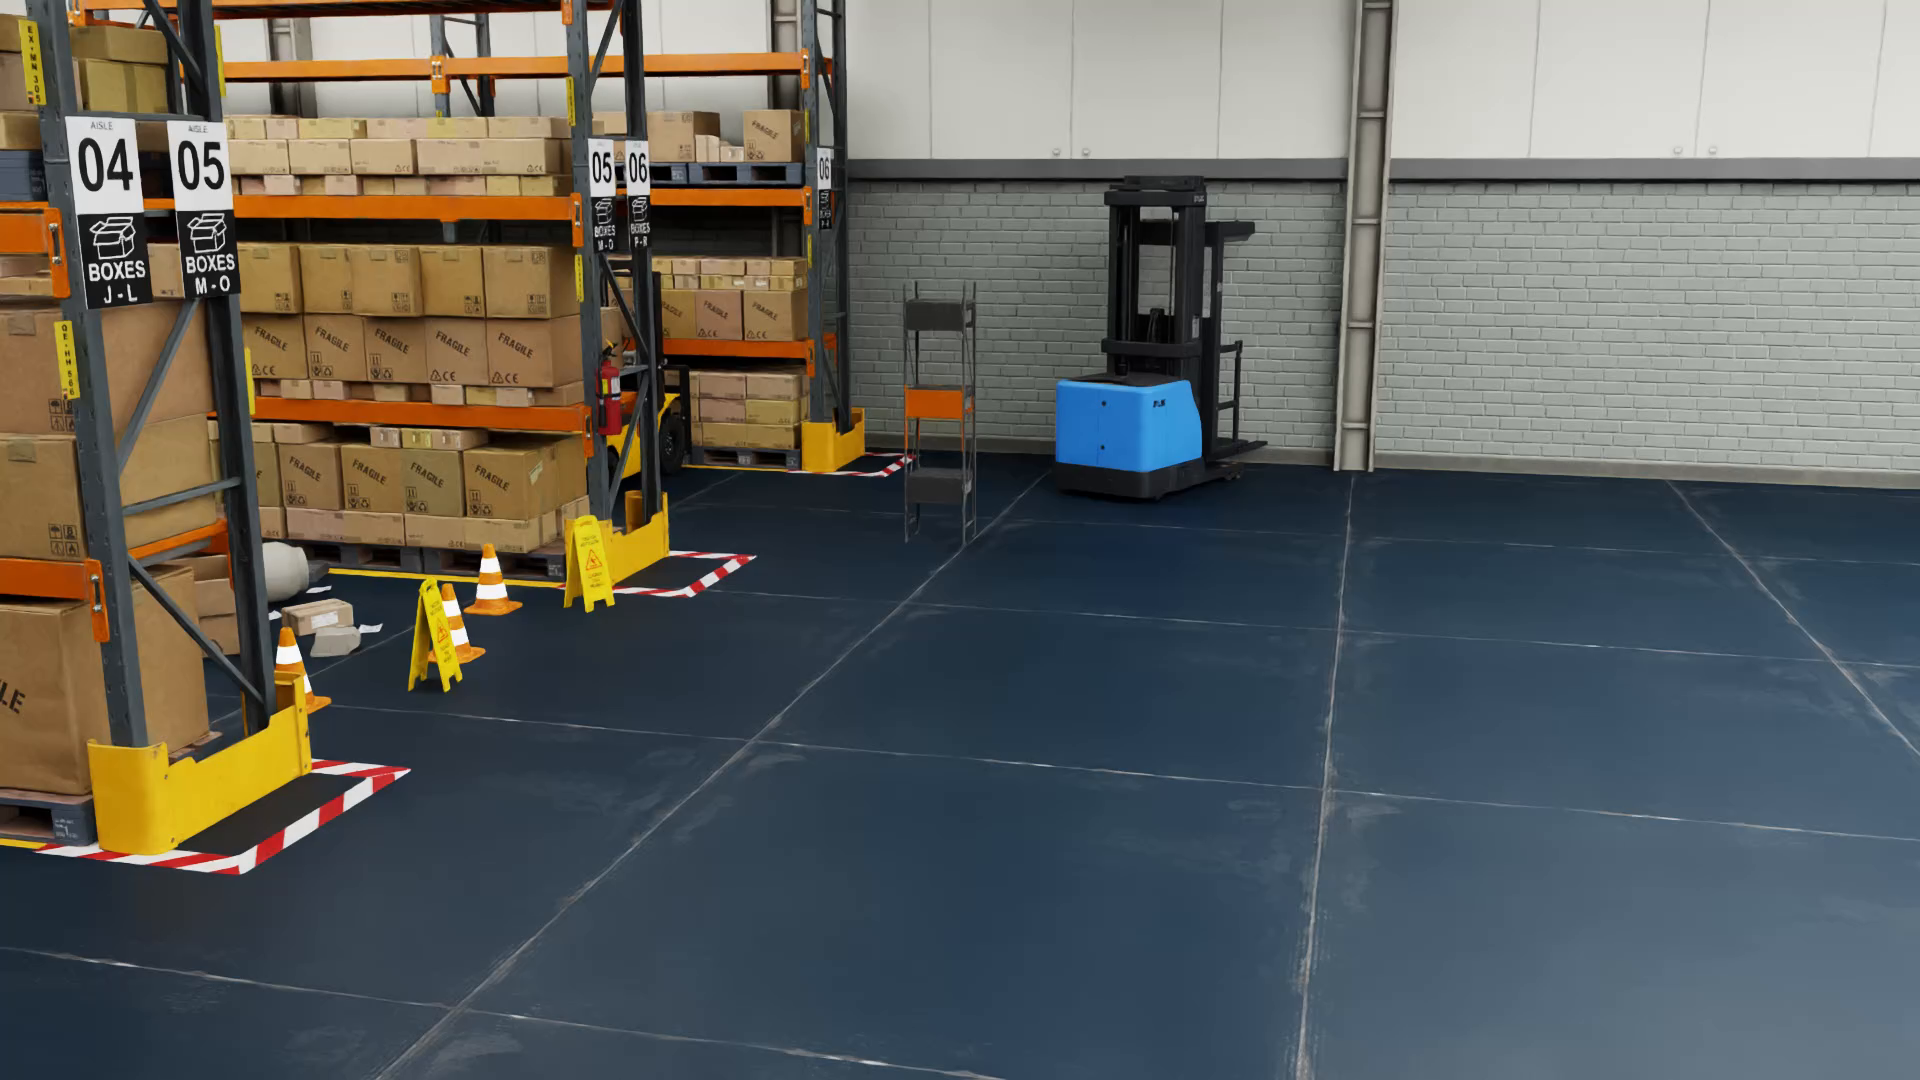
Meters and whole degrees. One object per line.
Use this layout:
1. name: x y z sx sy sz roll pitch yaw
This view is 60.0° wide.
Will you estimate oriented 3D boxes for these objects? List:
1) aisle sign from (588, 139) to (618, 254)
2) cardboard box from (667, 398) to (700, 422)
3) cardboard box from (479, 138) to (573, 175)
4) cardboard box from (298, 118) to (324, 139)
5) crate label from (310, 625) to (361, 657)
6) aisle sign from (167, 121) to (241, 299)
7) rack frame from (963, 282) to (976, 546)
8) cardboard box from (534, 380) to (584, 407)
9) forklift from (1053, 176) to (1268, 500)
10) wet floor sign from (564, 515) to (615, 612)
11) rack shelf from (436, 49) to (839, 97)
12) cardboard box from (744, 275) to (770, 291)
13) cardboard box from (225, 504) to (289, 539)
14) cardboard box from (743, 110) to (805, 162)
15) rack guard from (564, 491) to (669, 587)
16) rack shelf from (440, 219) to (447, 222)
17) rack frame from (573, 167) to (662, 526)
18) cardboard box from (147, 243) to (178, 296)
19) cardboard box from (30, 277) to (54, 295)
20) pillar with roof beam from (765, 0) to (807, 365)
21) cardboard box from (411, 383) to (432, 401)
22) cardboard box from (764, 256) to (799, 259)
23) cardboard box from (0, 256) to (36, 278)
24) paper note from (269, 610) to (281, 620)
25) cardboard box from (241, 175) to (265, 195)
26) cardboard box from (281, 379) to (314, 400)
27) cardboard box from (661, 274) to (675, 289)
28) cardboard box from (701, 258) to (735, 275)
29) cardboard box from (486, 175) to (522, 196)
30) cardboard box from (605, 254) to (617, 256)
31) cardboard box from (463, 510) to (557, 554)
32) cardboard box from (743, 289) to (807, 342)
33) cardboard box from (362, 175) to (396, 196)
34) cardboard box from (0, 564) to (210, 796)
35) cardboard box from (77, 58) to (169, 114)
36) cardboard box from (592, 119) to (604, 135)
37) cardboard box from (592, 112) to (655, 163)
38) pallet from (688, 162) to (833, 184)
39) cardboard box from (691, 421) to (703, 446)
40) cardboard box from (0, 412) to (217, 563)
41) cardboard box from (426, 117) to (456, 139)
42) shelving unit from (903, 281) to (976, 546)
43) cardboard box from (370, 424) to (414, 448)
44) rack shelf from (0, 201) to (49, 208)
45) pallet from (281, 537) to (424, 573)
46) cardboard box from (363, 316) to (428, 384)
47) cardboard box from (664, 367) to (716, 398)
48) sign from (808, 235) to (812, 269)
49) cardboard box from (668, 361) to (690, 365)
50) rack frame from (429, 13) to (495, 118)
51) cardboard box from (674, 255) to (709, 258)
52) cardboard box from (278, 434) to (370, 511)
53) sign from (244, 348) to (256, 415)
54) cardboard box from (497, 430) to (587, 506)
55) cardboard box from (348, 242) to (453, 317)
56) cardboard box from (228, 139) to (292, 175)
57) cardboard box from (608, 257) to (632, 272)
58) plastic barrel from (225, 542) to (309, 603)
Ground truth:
1. aisle sign: -2.533 -2.440 11.806 0.004 0.787 0.394 3 13 14
2. cardboard box: -2.876 -1.396 17.326 0.500 0.250 0.500 3 13 12
3. cardboard box: -3.085 -2.742 11.900 0.500 0.250 0.500 3 13 13
4. cardboard box: -4.651 -3.026 12.260 0.250 0.149 0.380 3 13 15
5. crate label: -3.965 0.634 10.558 0.298 0.136 0.250 -4 13 -16
6. aisle sign: -3.471 -1.518 7.648 0.004 0.787 0.394 3 13 14
7. rack frame: 0.076 -1.021 13.488 0.015 2.100 0.400 3 13 14
8. cardboard box: -2.938 -1.087 12.289 0.250 0.149 0.380 4 13 15
9. forklift: 2.163 -2.063 16.263 1.130 2.935 3.031 9 15 36
10. wet floor sign: -2.596 0.149 11.573 0.232 0.644 0.267 8 15 33
11. rack shelf: -3.280 -4.766 17.022 4.000 0.370 1.077 3 13 14
12. cardboard box: -1.997 -2.611 16.848 0.250 0.149 0.380 3 13 14
13. cardboard box: -5.378 -0.193 13.057 0.500 0.250 0.500 4 13 17
14. cardboard box: -1.827 -4.018 16.563 0.500 0.500 0.500 3 13 15
15. rack guard: -2.598 -0.019 12.665 0.348 0.500 1.175 3 13 14
16. rack shelf: -7.164 -3.704 18.239 4.000 0.370 1.077 3 13 14
17. rack frame: -2.524 -1.235 12.377 0.127 3.000 1.000 3 13 14
18. cardboard box: -6.032 -2.057 12.853 0.500 0.500 0.700 3 13 13
19. cardboard box: -6.911 -1.818 13.114 0.500 0.500 0.500 3 13 12
20. pillar with roof beam: -2.830 -4.529 13.369 0.400 9.000 9.100 3 13 14
21. cardboard box: -3.927 -1.145 12.548 0.250 0.149 0.380 3 13 14
22. cardboard box: -1.856 -2.879 17.372 0.250 0.149 0.380 4 13 15
23. cardboard box: -7.582 -2.168 13.196 0.250 0.149 0.380 3 13 12
24. paper note: -4.707 0.514 11.375 0.142 0.019 0.148 8 15 33
25. cardboard box: -5.165 -2.664 12.473 0.250 0.149 0.380 3 13 12
26. cardboard box: -4.939 -1.168 12.654 0.250 0.149 0.380 3 13 14
27. cardboard box: -2.993 -2.665 17.094 0.250 0.149 0.380 3 13 14
28. cardboard box: -2.468 -2.807 17.046 0.250 0.149 0.380 3 13 14
29. cardboard box: -3.187 -2.543 11.924 0.250 0.149 0.380 3 13 14
30. cardboard box: -3.841 -2.994 17.890 0.250 0.149 0.380 3 13 13
31. cardboard box: -3.397 -0.085 12.569 0.500 0.250 0.500 3 13 13
32. cardboard box: -1.879 -2.299 16.938 0.500 0.500 0.500 3 13 12
33. cardboard box: -4.174 -2.609 12.223 0.250 0.149 0.380 3 13 12
34. cardboard box: -4.286 0.622 7.942 0.875 0.875 0.875 3 13 14
35. cardboard box: -4.019 -2.058 7.620 0.500 0.250 0.500 3 13 13
36. cardboard box: -2.820 -3.028 12.269 0.250 0.149 0.380 3 13 13
37. cardboard box: -3.356 -4.132 17.070 0.637 0.503 0.797 3 13 15
38. pallet: -2.019 -3.743 16.957 1.213 0.211 1.003 3 13 14
39. cardboard box: -2.834 -1.156 17.396 0.500 0.250 0.500 3 13 14
40. cardboard box: -3.983 -0.272 7.689 0.550 0.550 0.875 3 13 14
41. cardboard box: -3.650 -2.977 12.039 0.250 0.149 0.380 3 13 14
42. shelving unit: -0.161 -1.034 13.545 0.503 2.100 0.431 3 13 14
43. cardboard box: -4.236 -0.800 12.565 0.250 0.149 0.380 4 13 16
44. rack shelf: -8.349 -2.660 13.533 4.000 0.370 1.077 3 13 14
45. pallet: -4.559 0.009 13.207 1.213 0.211 1.003 3 13 14
46. cardboard box: -4.087 -1.453 12.441 0.500 0.500 0.500 3 13 13
47. cardboard box: -2.850 -1.638 17.261 0.500 0.250 0.500 3 13 14
48. sign: -1.482 -2.847 16.420 0.005 0.325 0.100 3 13 14
49. cardboard box: -3.224 -1.776 17.885 0.500 0.250 0.500 3 13 12
50. rack frame: -5.222 -5.416 17.368 0.127 3.000 1.000 3 13 14
51. cardboard box: -2.849 -2.943 17.656 0.250 0.149 0.380 3 13 12
52. cardboard box: -4.874 -0.532 12.853 0.500 0.500 0.500 4 13 16
53. sign: -3.473 -0.767 8.084 0.005 0.325 0.100 3 13 14
54. cardboard box: -3.264 -0.565 13.004 0.500 0.500 0.500 3 13 12
55. cardboard box: -4.082 -1.931 12.285 0.500 0.500 0.700 3 13 13
56. cardboard box: -5.060 -2.845 12.368 0.500 0.250 0.500 3 13 14
57. cardboard box: -3.467 -2.859 17.281 0.250 0.149 0.380 3 13 14
58. plastic barrel: -4.892 0.234 11.704 0.512 0.421 0.421 -9 15 -35
